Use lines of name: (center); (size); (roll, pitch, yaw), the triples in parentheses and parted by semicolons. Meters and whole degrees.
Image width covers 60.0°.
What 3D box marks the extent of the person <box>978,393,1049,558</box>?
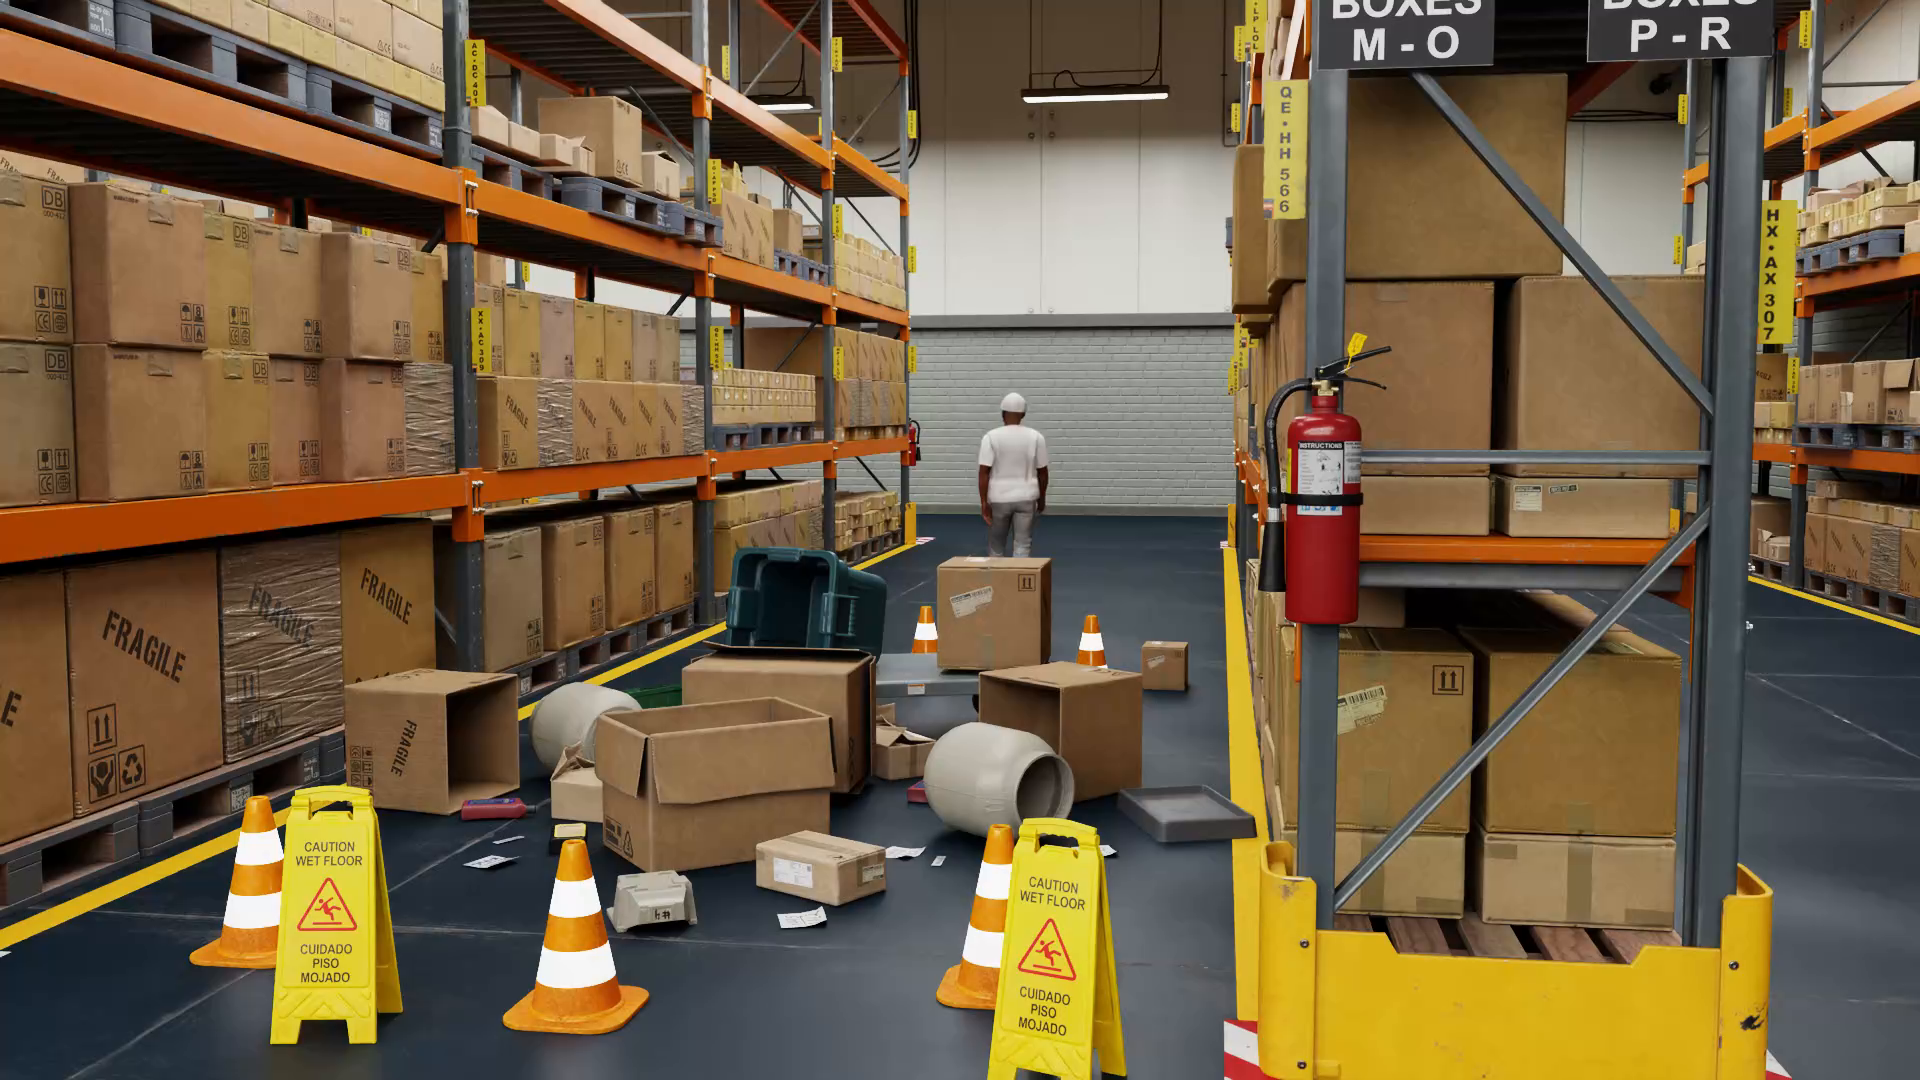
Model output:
person: (0.437, -0.331, 13.534); (0.567, 1.726, 0.920); (0, 4, 2)
